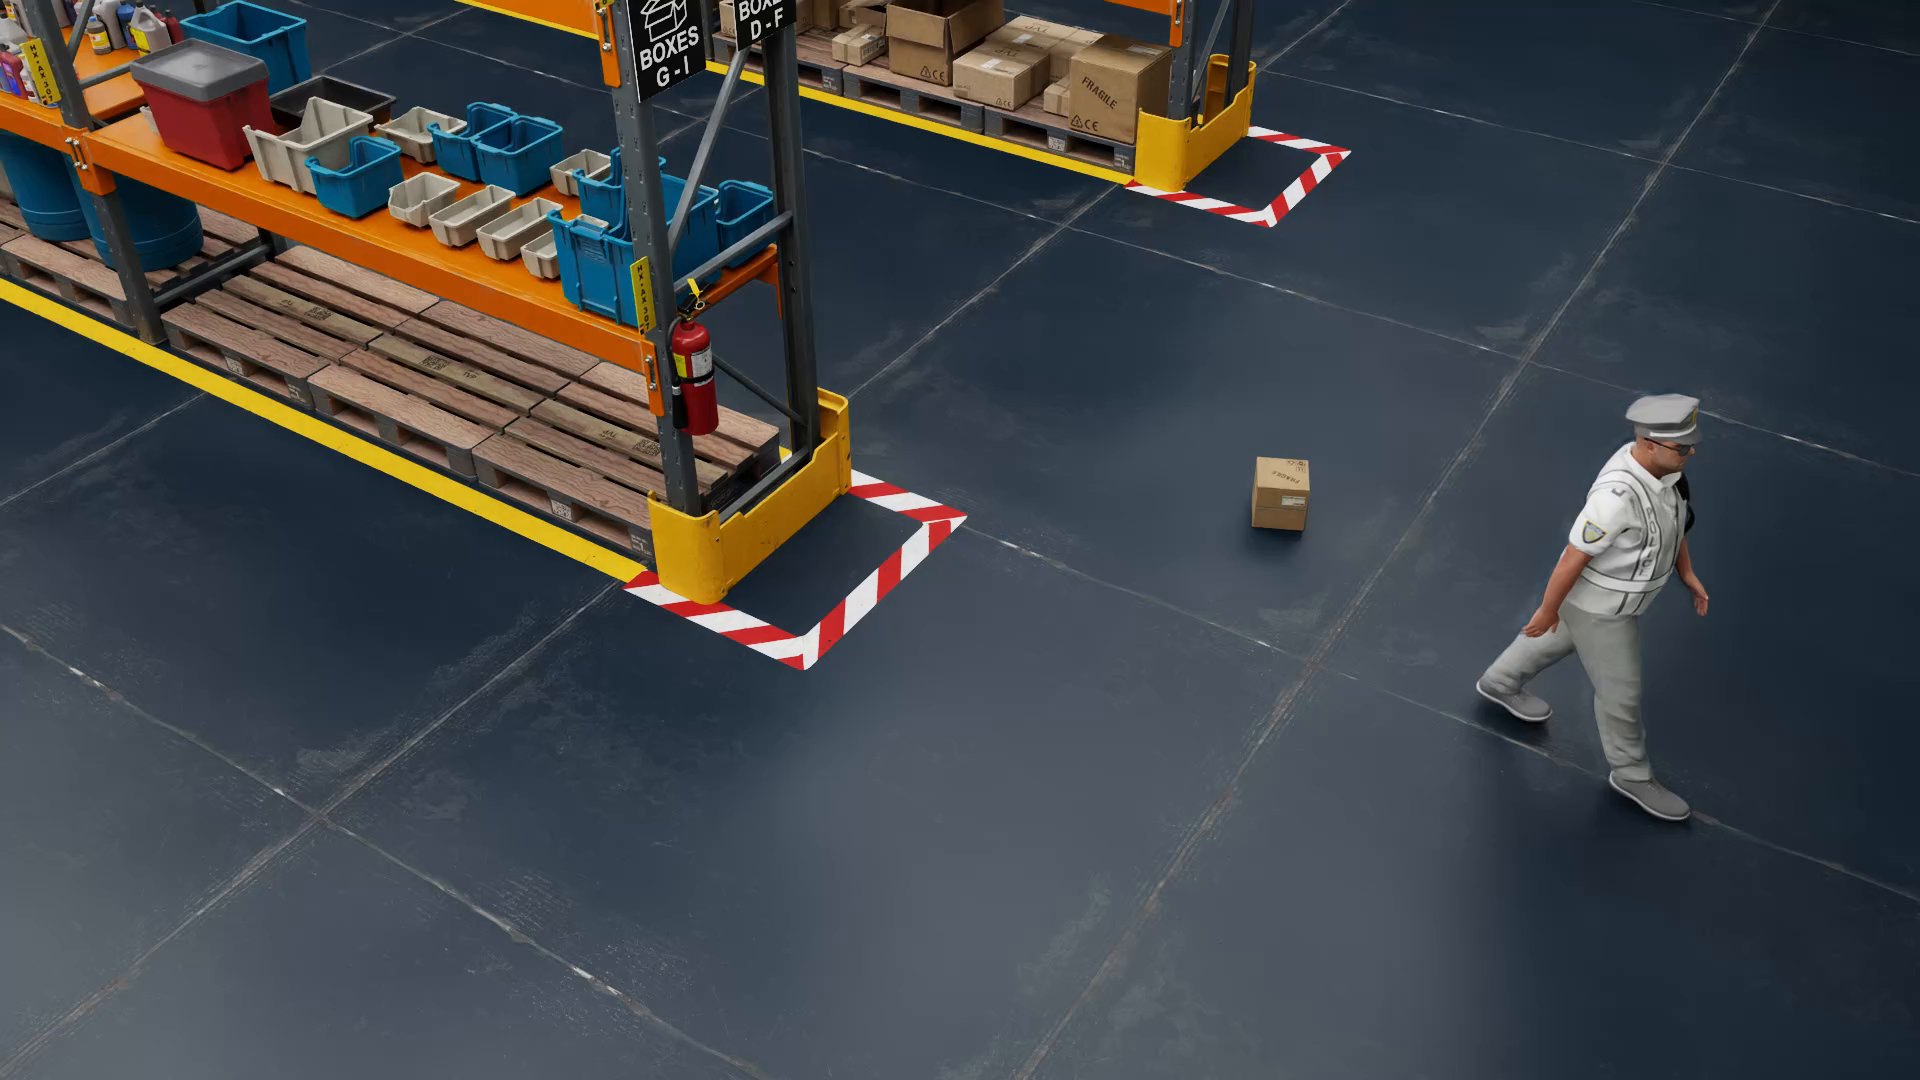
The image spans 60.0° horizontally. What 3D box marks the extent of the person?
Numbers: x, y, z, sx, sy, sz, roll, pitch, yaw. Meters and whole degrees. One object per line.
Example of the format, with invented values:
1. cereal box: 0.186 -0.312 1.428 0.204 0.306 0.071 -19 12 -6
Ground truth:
1. person: 2.577 0.201 6.388 0.963 1.726 0.570 23 44 27
